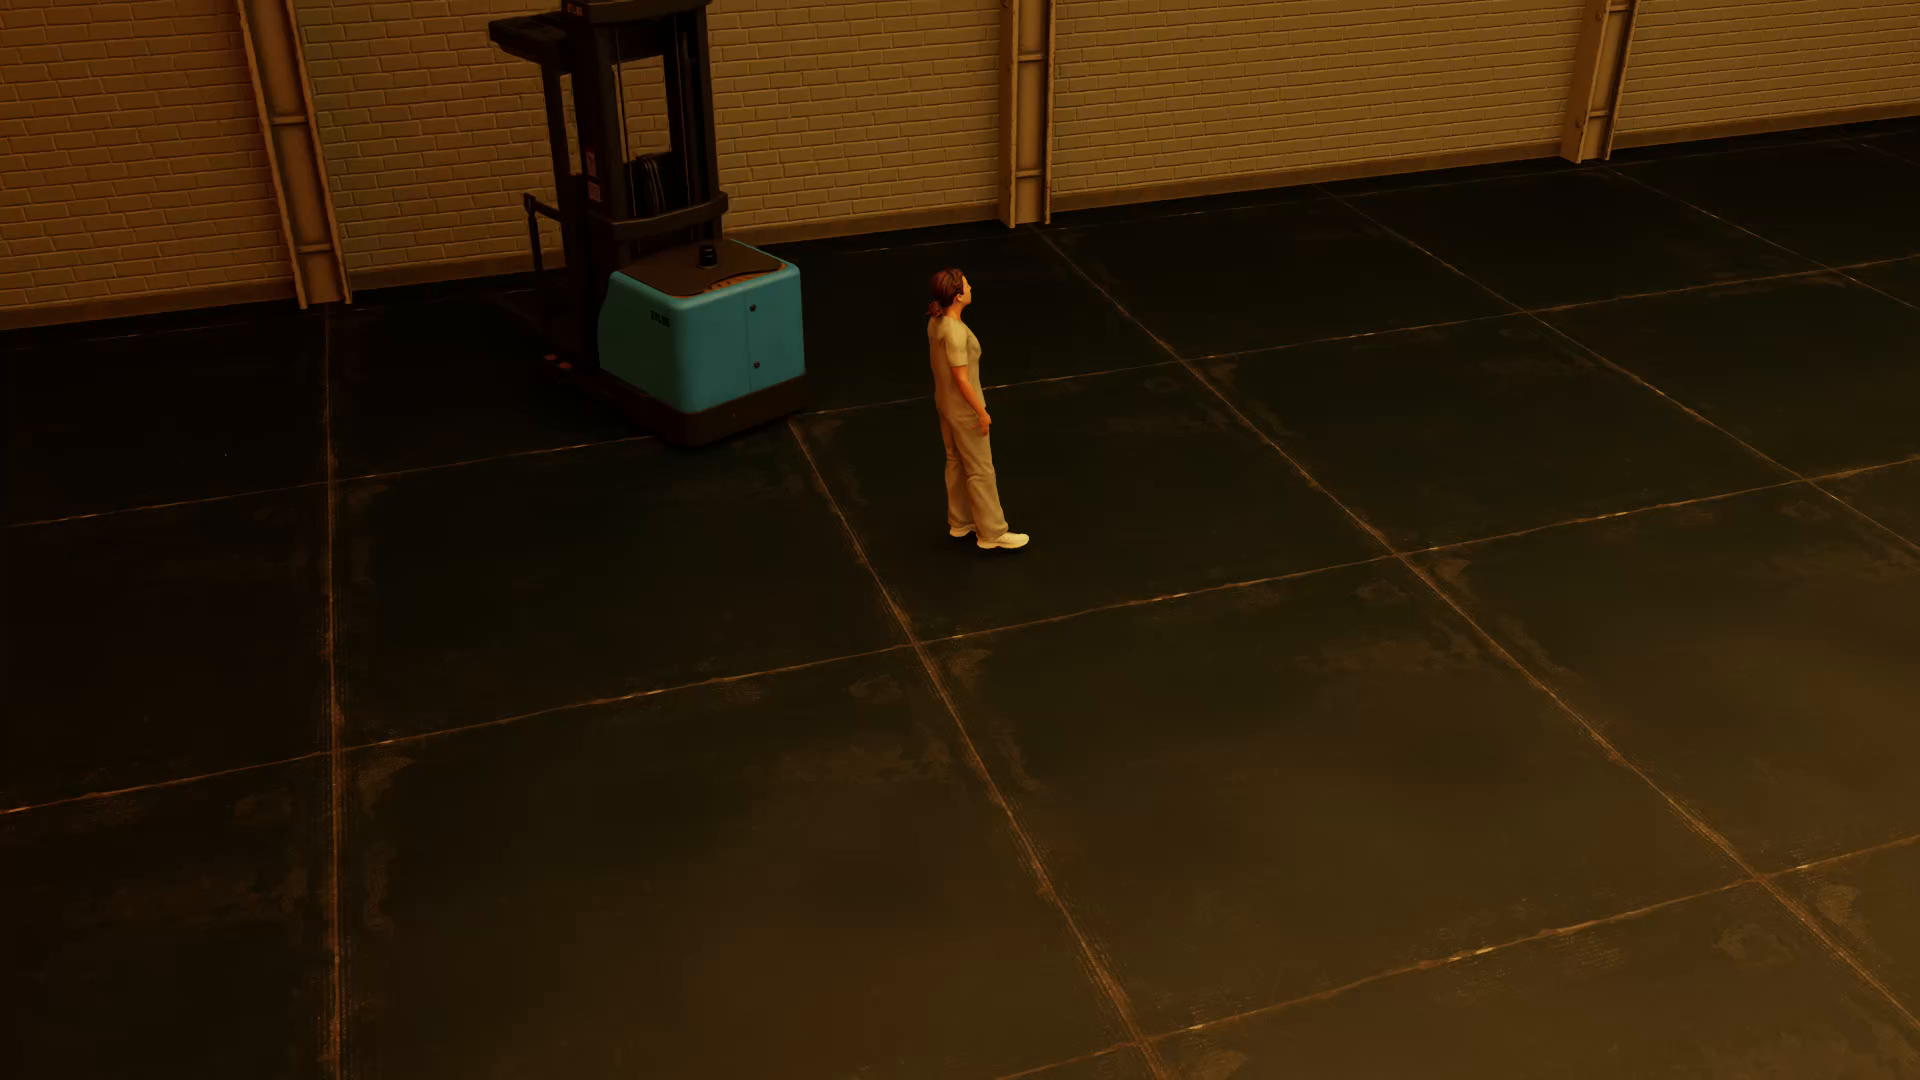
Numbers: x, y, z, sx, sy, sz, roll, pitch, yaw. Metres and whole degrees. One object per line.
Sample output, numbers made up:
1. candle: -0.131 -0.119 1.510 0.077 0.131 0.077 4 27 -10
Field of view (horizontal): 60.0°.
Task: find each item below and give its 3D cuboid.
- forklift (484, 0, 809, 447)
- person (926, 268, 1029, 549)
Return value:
1. forklift: -2.416 -2.532 11.488 1.130 2.935 3.031 -25 38 -36
2. person: 0.074 -0.773 9.594 0.547 1.673 0.550 -10 31 -16
